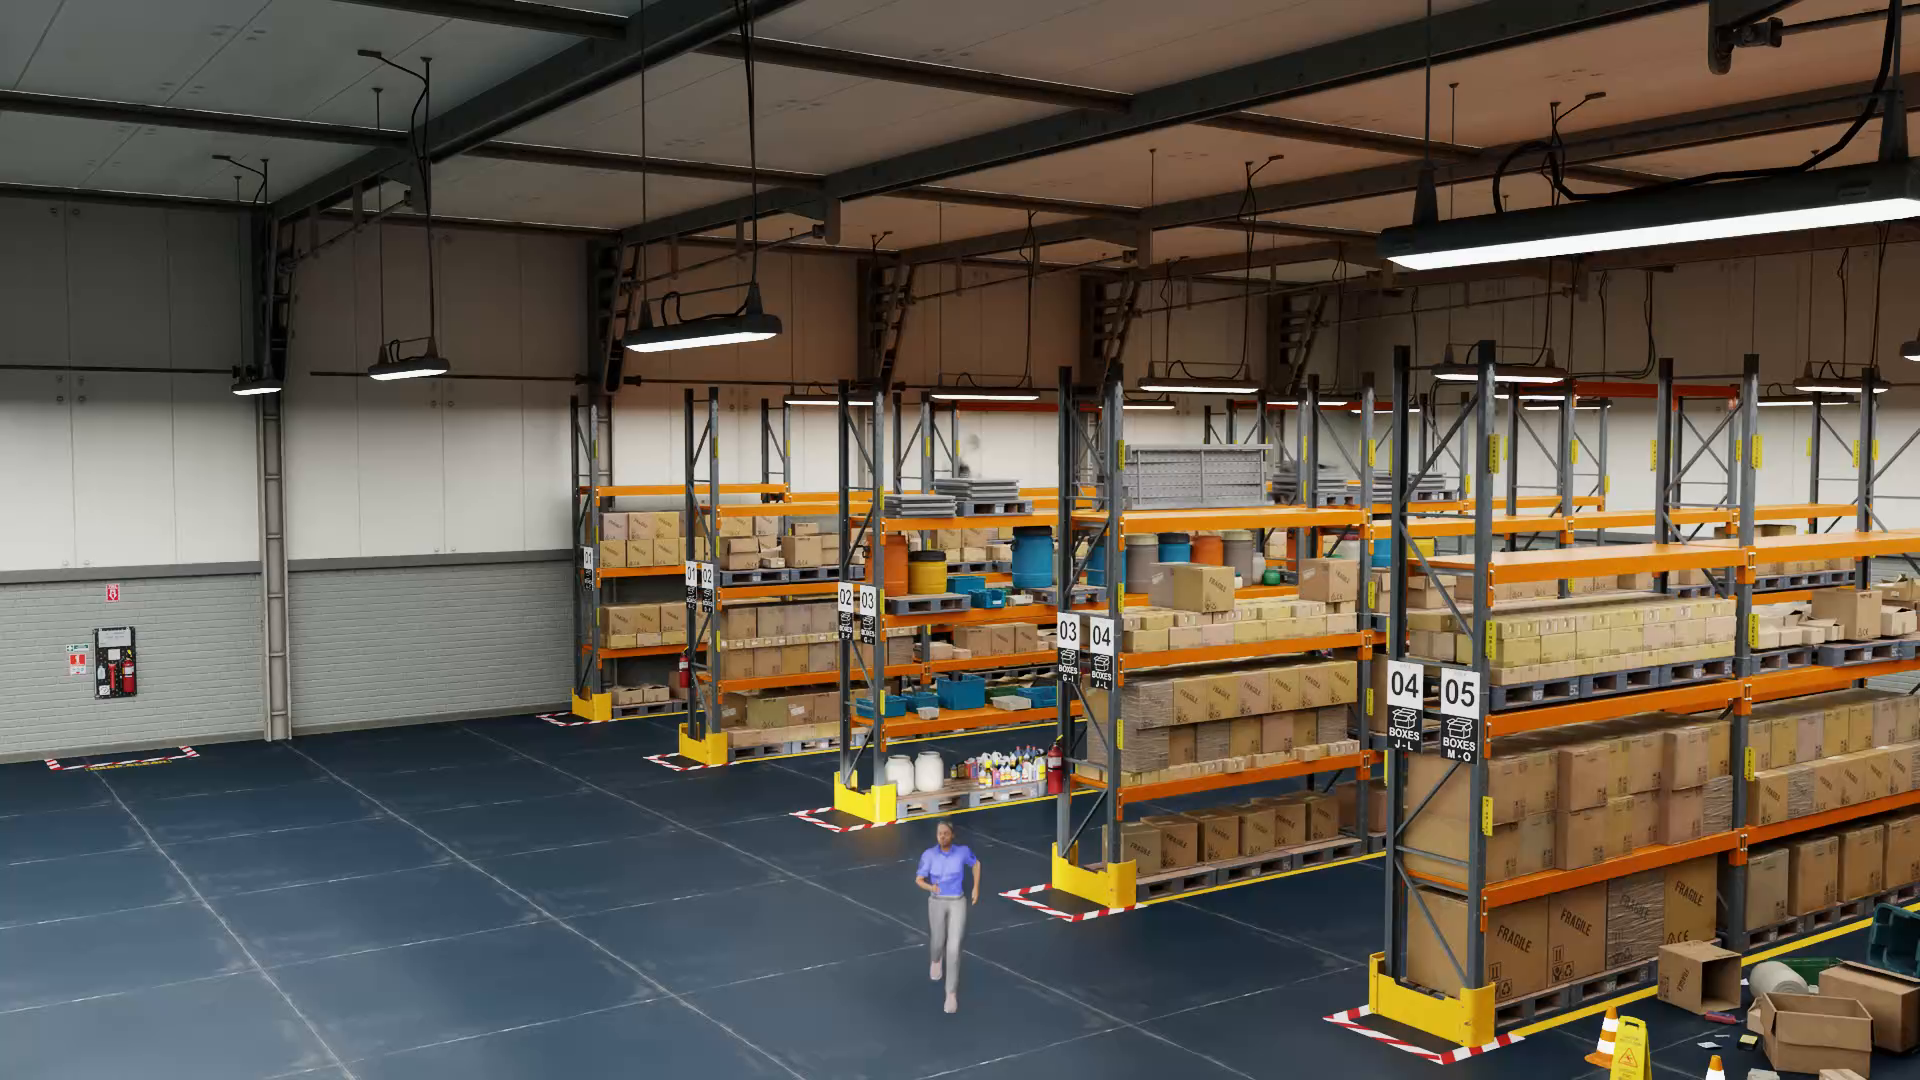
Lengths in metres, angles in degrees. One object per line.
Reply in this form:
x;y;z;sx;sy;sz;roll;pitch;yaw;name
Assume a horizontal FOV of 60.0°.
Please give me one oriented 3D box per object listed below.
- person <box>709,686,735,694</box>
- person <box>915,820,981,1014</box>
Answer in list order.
-4.077;2.570;28.724;0.602;1.721;0.698;-3;4;-38;person
-0.109;3.418;15.406;0.587;1.672;0.934;0;3;4;person
